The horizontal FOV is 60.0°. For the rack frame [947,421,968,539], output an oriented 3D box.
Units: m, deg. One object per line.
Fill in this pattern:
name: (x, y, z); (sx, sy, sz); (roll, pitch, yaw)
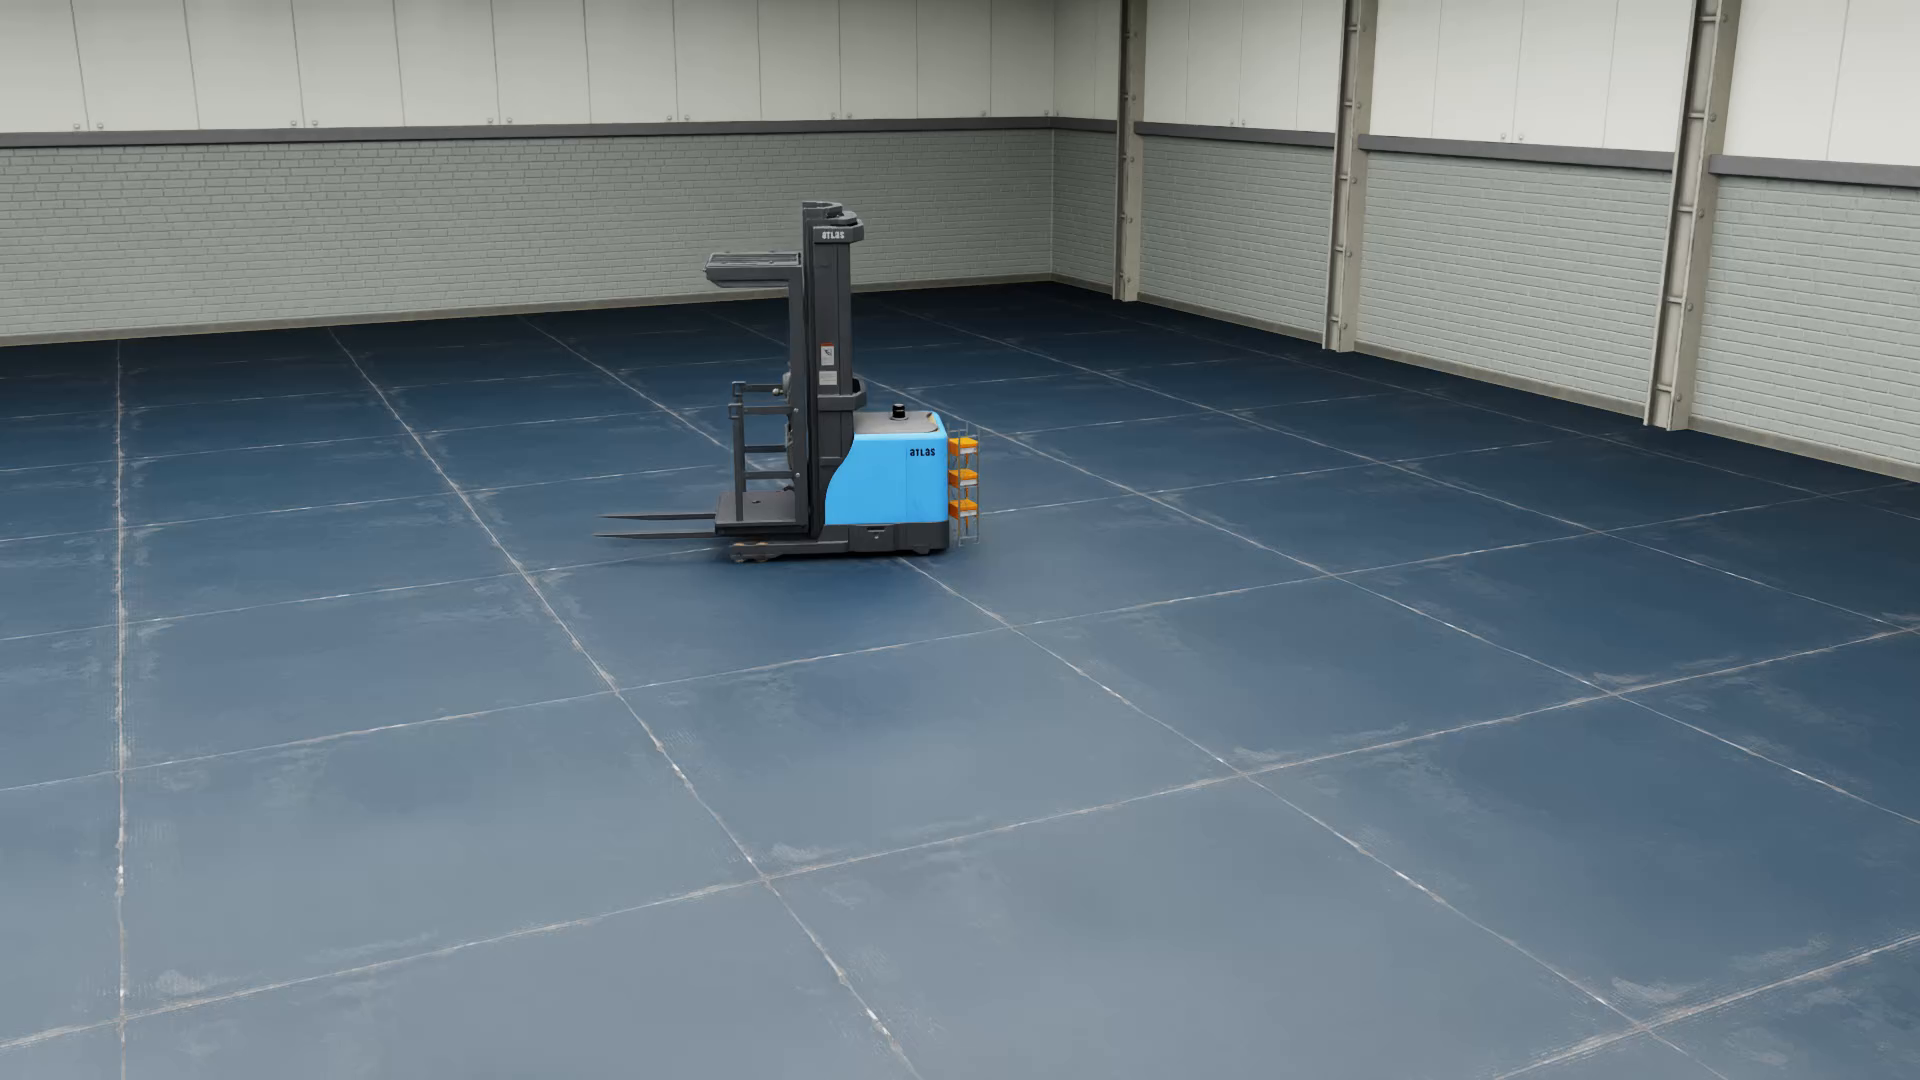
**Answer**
rack frame: (-0.021, -0.522, 14.667); (0.200, 1.050, 0.008); (-7, 17, -23)

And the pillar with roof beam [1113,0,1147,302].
pillar with roof beam: (-0.911, -8.101, 26.667); (9.100, 9.000, 0.400); (-8, 18, -25)

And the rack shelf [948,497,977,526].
rack shelf: (0.029, -0.214, 14.639); (0.215, 0.259, 0.240); (-7, 17, -23)

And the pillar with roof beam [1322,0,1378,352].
pillar with roof beam: (1.718, -6.613, 21.483); (9.100, 9.000, 0.400); (-8, 18, -25)

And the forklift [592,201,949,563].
forklift: (-1.641, -1.369, 14.208); (3.031, 2.935, 1.130); (-2, 16, -5)

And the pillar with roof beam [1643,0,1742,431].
pillar with roof beam: (4.346, -5.126, 16.298); (9.100, 9.000, 0.400); (-8, 18, -25)

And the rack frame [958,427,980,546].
rack frame: (0.079, -0.461, 14.453); (0.200, 1.050, 0.008); (-7, 17, -23)

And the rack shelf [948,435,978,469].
rack shelf: (0.029, -0.754, 14.485); (0.215, 0.259, 0.240); (-7, 17, -23)

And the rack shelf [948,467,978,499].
rack shelf: (0.029, -0.481, 14.563); (0.215, 0.259, 0.240); (-7, 17, -23)

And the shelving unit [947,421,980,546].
shelving unit: (0.029, -0.491, 14.560); (0.215, 1.050, 0.252); (-7, 17, -23)
